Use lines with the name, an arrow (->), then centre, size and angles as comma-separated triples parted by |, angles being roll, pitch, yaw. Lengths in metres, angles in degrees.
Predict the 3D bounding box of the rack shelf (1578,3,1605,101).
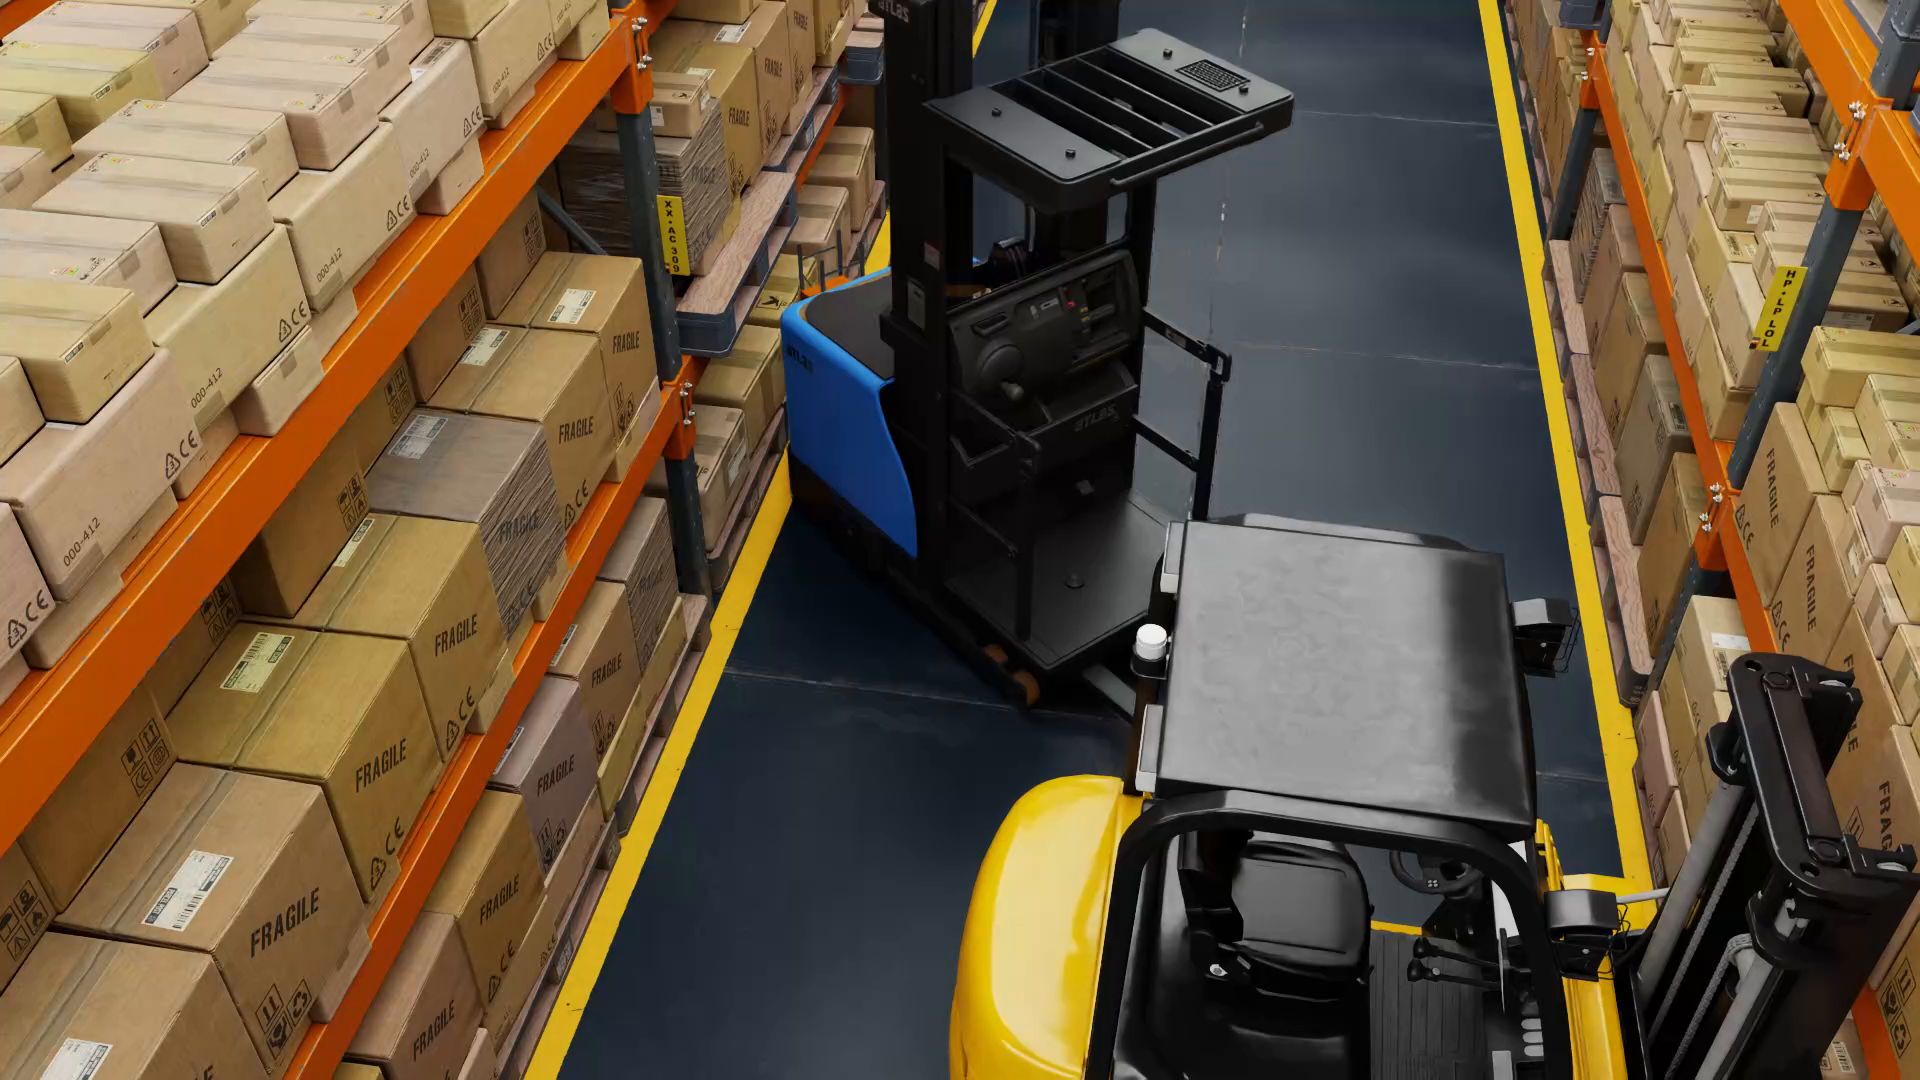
rack shelf -> 4.324, -3.794, 10.647 | 1.077, 0.370, 4.000 | 6, 40, 8

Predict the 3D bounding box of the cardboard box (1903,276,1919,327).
cardboard box -> 3.557, -0.792, 5.863 | 0.380, 0.149, 0.250 | 6, 40, 7

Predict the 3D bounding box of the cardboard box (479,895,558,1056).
cardboard box -> -1.707, 1.418, 5.606 | 0.500, 0.250, 0.500 | 9, 40, 11

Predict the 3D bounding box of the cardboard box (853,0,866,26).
cardboard box -> -0.711, -2.856, 8.814 | 0.380, 0.149, 0.250 | 6, 40, 7

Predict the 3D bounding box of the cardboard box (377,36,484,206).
cardboard box -> -1.604, -1.122, 4.380 | 0.500, 0.250, 0.500 | 6, 40, 7

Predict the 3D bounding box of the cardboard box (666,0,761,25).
cardboard box -> -1.088, -2.365, 7.203 | 0.380, 0.149, 0.250 | 9, 40, 10

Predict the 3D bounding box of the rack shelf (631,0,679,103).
rack shelf -> -1.258, -2.985, 7.314 | 1.077, 0.370, 4.000 | 6, 40, 8

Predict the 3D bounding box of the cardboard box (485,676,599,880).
cardboard box -> -1.616, 0.798, 5.767 | 0.500, 0.500, 0.500 | 8, 40, 10

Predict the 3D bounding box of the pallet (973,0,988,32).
pallet -> -0.279, -4.305, 12.888 | 1.003, 0.211, 1.213 | 6, 40, 8

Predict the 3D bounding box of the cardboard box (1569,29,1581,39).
cardboard box -> 4.010, -3.099, 10.364 | 0.380, 0.149, 0.250 | 8, 40, 9

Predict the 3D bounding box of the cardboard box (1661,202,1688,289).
cardboard box -> 3.313, -1.218, 7.083 | 0.500, 0.250, 0.500 | 7, 40, 8

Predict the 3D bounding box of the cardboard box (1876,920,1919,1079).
cardboard box -> 2.607, 1.182, 3.985 | 0.500, 0.500, 0.500 | 6, 40, 7

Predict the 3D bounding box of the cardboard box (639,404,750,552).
cardboard box -> -1.516, -0.330, 7.624 | 0.950, 0.372, 0.625 | 7, 40, 8

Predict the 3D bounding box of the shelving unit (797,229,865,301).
shelving unit -> -0.593, -0.885, 7.976 | 0.258, 1.200, 0.189 | -26, 46, -28

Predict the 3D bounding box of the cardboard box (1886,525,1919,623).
cardboard box -> 2.782, 0.109, 4.540 | 0.380, 0.149, 0.250 | 6, 40, 7

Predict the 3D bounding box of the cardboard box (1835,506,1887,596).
cardboard box -> 2.794, 0.052, 4.842 | 0.380, 0.149, 0.250 | 7, 40, 9

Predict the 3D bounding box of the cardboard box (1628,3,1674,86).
cardboard box -> 3.572, -2.386, 8.104 | 0.500, 0.250, 0.500 | 8, 40, 9

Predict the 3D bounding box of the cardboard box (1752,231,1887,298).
cardboard box -> 3.153, -0.998, 6.112 | 0.380, 0.149, 0.250 | 6, 40, 7

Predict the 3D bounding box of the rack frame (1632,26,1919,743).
rack frame -> 3.285, -0.306, 5.863 | 1.000, 3.000, 0.127 | 6, 40, 8

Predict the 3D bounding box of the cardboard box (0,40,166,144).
cardboard box -> -2.168, -1.071, 4.006 | 0.380, 0.149, 0.250 | 7, 40, 9

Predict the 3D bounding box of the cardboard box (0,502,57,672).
cardboard box -> -1.947, 0.160, 2.829 | 0.500, 0.250, 0.500 | 6, 40, 7

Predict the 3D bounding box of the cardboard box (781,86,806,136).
cardboard box -> -0.944, -2.043, 7.832 | 0.380, 0.149, 0.250 | 8, 40, 9

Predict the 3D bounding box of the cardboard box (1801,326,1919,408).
cardboard box -> 2.938, -0.542, 5.327 | 0.380, 0.149, 0.250 | 7, 40, 9

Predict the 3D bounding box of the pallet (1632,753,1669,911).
pallet -> 3.106, 1.263, 6.153 | 1.003, 0.211, 1.213 | 6, 40, 8

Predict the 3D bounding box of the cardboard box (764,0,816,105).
cardboard box -> -0.977, -2.376, 7.725 | 0.500, 0.500, 0.500 | 5, 40, 6

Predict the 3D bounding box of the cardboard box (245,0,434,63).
cardboard box -> -1.609, -1.339, 4.330 | 0.380, 0.149, 0.250 | 6, 40, 7

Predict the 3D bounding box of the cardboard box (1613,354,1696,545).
cardboard box -> 3.506, -0.368, 7.471 | 0.875, 0.625, 0.625 | 6, 40, 7

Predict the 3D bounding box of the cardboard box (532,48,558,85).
cardboard box -> -1.489, -1.530, 5.186 | 0.380, 0.149, 0.250 | 7, 40, 8

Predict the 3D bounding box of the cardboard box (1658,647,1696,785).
cardboard box -> 2.898, 0.669, 6.120 | 0.500, 0.250, 0.500 | 6, 40, 7

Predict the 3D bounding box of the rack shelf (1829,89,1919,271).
rack shelf -> 2.939, 0.070, 3.618 | 1.077, 0.370, 4.000 | 6, 40, 8

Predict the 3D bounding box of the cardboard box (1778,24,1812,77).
cardboard box -> 3.985, -2.229, 7.601 | 0.380, 0.149, 0.250 | 6, 40, 7

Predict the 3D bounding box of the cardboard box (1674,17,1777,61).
cardboard box -> 3.521, -2.279, 7.662 | 0.380, 0.149, 0.250 | 7, 40, 8

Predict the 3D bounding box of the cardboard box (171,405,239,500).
cardboard box -> -1.821, -0.235, 3.620 | 0.380, 0.149, 0.250 | 5, 40, 6

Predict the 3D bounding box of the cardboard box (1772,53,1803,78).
cardboard box -> 3.997, -2.004, 7.642 | 0.500, 0.250, 0.500 | 6, 40, 7

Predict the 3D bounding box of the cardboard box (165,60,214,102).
cardboard box -> -2.129, -1.180, 4.451 | 0.500, 0.250, 0.500 | 7, 40, 8

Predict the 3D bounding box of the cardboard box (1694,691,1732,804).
cardboard box -> 2.794, 0.795, 5.575 | 0.500, 0.250, 0.500 | 6, 40, 8

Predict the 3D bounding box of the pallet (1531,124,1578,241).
pallet -> 4.144, -2.206, 10.350 | 1.003, 0.211, 1.213 | 6, 40, 8

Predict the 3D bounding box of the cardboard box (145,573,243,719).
cardboard box -> -2.341, 0.128, 4.242 | 0.700, 0.500, 0.500 | 6, 40, 7

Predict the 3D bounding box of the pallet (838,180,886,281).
pallet -> -1.049, -1.796, 9.854 | 1.003, 0.211, 1.213 | 6, 40, 8

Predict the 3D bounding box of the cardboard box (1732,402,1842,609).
cardboard box -> 2.951, -0.095, 5.529 | 0.500, 0.500, 0.500 | 5, 40, 6

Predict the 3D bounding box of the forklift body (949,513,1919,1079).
forklift body -> 1.124, 1.140, 4.780 | 2.313, 2.155, 1.214 | 6, 40, 8

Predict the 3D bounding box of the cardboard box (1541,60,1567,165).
cardboard box -> 3.936, -2.617, 10.290 | 0.500, 0.500, 0.500 | 6, 40, 7

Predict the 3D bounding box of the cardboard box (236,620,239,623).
cardboard box -> -2.186, 0.192, 4.949 | 0.500, 0.500, 0.500 | 7, 40, 8

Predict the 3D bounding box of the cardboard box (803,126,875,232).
cardboard box -> -1.020, -2.157, 9.834 | 0.950, 0.372, 0.625 | 4, 40, 5

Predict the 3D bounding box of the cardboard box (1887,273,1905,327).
cardboard box -> 3.626, -0.731, 6.103 | 0.500, 0.250, 0.500 | 6, 40, 7

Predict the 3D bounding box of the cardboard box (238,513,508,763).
cardboard box -> -1.688, 0.274, 4.849 | 0.500, 0.500, 0.500 | 6, 40, 7

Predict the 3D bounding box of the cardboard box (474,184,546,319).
cardboard box -> -1.894, -1.137, 5.772 | 0.700, 0.500, 0.500 | 6, 40, 7

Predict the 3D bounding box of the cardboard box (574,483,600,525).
cardboard box -> -1.518, -0.207, 5.940 | 0.380, 0.149, 0.250 | 7, 40, 8

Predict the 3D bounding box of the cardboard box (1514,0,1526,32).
cardboard box -> 4.282, -3.911, 11.856 | 0.500, 0.500, 0.500 | 6, 40, 7

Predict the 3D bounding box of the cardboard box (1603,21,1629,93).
cardboard box -> 3.660, -2.507, 8.643 | 0.500, 0.250, 0.500 | 7, 40, 8

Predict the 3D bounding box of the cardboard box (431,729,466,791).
cardboard box -> -1.716, 0.593, 4.972 | 0.380, 0.149, 0.250 | 5, 40, 6

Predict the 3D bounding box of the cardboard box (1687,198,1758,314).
cardboard box -> 3.200, -1.101, 6.550 | 0.500, 0.250, 0.500 | 5, 40, 7

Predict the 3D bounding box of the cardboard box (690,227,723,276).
cardboard box -> -1.197, -1.228, 6.846 | 0.380, 0.149, 0.250 | 7, 40, 8

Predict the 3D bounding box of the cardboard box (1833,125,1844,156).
cardboard box -> 3.830, -1.586, 6.823 | 0.380, 0.149, 0.250 | 6, 40, 7

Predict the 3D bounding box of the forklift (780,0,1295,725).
forklift -> 0.482, -0.784, 6.494 | 1.130, 2.935, 3.031 | -26, 46, -28

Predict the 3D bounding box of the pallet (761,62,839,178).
pallet -> -1.214, -2.041, 8.112 | 1.003, 0.211, 1.213 | 6, 40, 8

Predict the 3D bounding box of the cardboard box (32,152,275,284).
cardboard box -> -1.711, -0.688, 3.543 | 0.380, 0.149, 0.250 | 7, 40, 9

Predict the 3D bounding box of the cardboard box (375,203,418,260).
cardboard box -> -1.679, -0.881, 4.401 | 0.380, 0.149, 0.250 | 7, 40, 9

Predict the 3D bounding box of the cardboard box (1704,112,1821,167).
cardboard box -> 3.318, -1.639, 6.887 | 0.380, 0.149, 0.250 | 7, 40, 8
